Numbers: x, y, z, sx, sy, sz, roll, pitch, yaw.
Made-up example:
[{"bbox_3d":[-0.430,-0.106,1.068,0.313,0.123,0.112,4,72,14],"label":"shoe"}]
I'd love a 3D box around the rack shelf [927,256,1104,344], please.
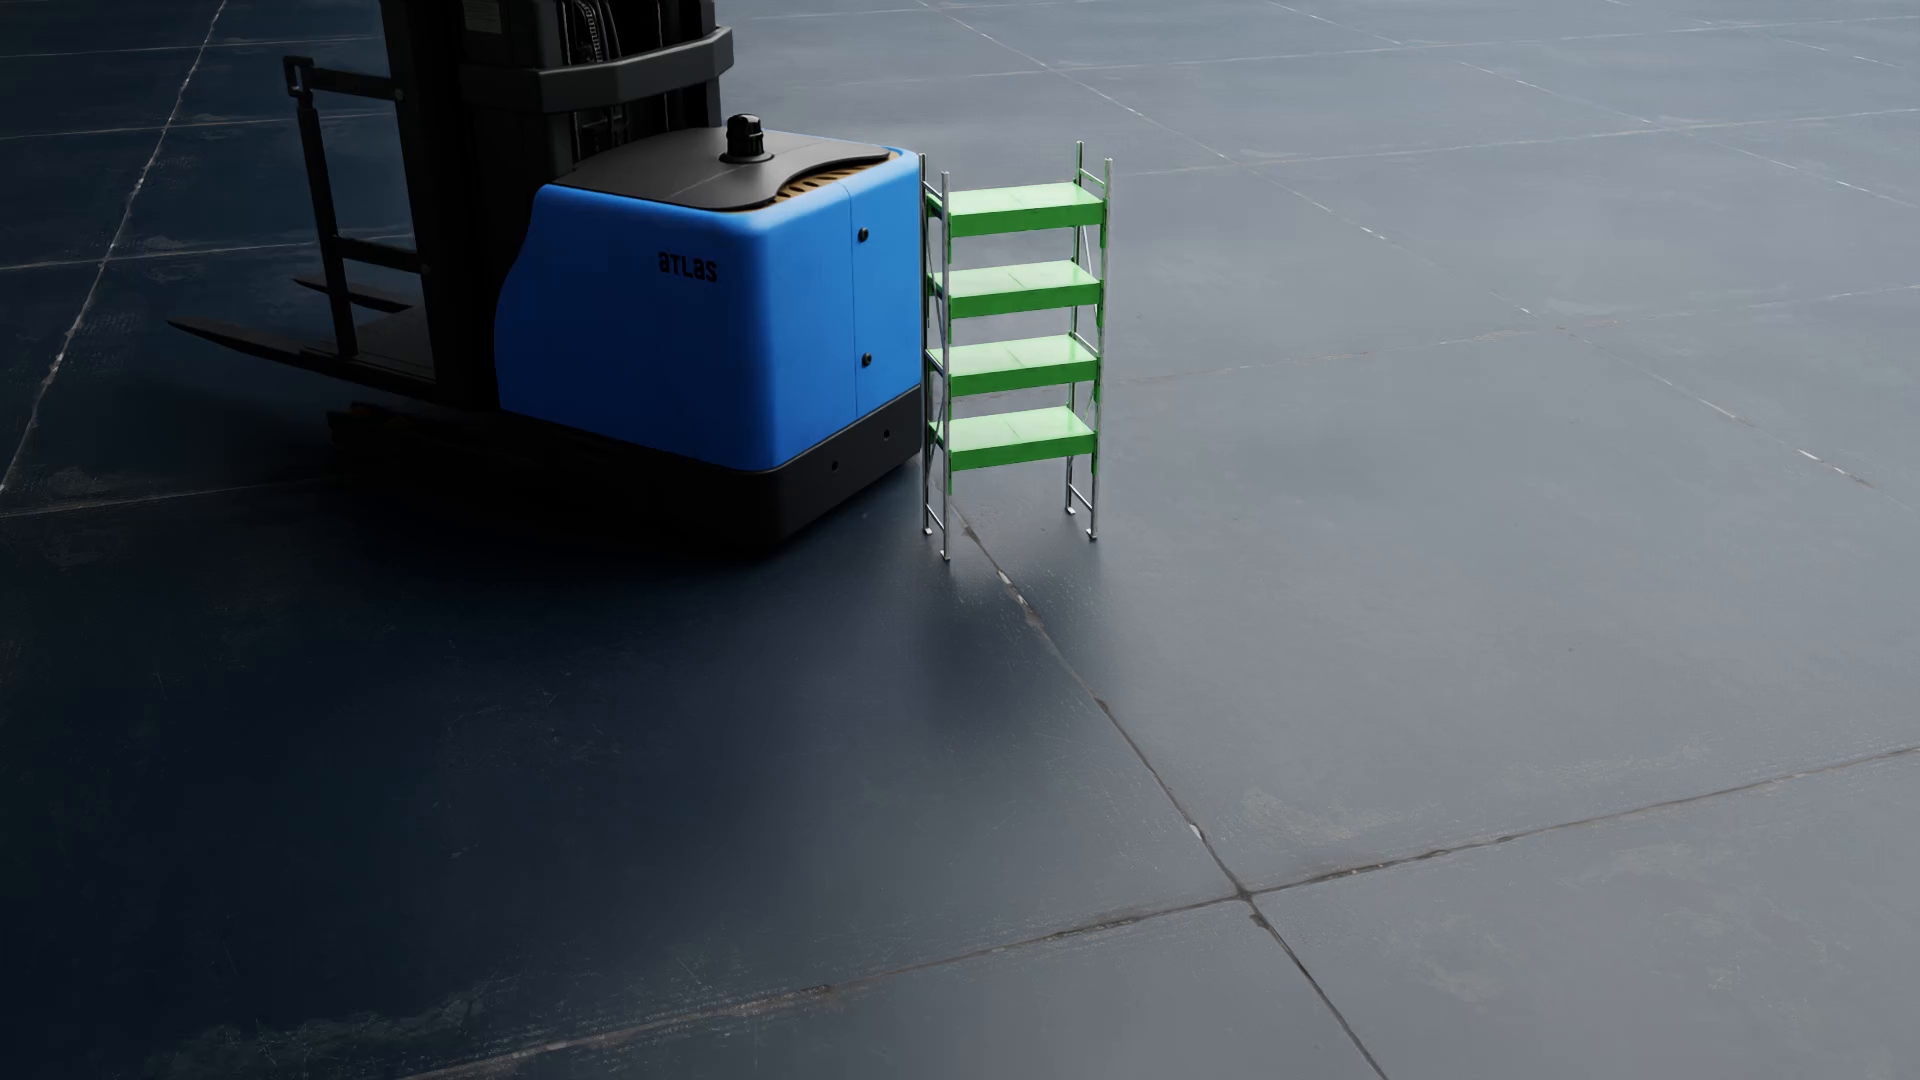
[{"bbox_3d":[0.157,-0.718,4.951,0.480,0.148,0.258,-8,28,-16],"label":"rack shelf"}]

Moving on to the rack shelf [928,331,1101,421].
[{"bbox_3d":[0.157,-0.503,5.058,0.480,0.148,0.258,-8,28,-16],"label":"rack shelf"}]

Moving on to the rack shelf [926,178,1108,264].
[{"bbox_3d":[0.157,-0.933,4.844,0.480,0.148,0.258,-8,28,-16],"label":"rack shelf"}]

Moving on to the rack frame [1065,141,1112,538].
[{"bbox_3d":[0.389,-0.594,5.097,0.015,1.200,0.240,-8,28,-16],"label":"rack frame"}]

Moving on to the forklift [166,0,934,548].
[{"bbox_3d":[-1.623,-1.757,5.493,3.031,2.935,1.130,15,30,27],"label":"forklift"}]

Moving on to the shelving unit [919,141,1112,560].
[{"bbox_3d":[0.157,-0.560,5.029,0.503,1.200,0.258,-8,28,-16],"label":"shelving unit"}]

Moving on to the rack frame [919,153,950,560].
[{"bbox_3d":[-0.075,-0.527,4.961,0.015,1.200,0.240,-8,28,-16],"label":"rack frame"}]

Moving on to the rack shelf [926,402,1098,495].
[{"bbox_3d":[0.157,-0.288,5.164,0.480,0.148,0.258,-8,28,-16],"label":"rack shelf"}]
